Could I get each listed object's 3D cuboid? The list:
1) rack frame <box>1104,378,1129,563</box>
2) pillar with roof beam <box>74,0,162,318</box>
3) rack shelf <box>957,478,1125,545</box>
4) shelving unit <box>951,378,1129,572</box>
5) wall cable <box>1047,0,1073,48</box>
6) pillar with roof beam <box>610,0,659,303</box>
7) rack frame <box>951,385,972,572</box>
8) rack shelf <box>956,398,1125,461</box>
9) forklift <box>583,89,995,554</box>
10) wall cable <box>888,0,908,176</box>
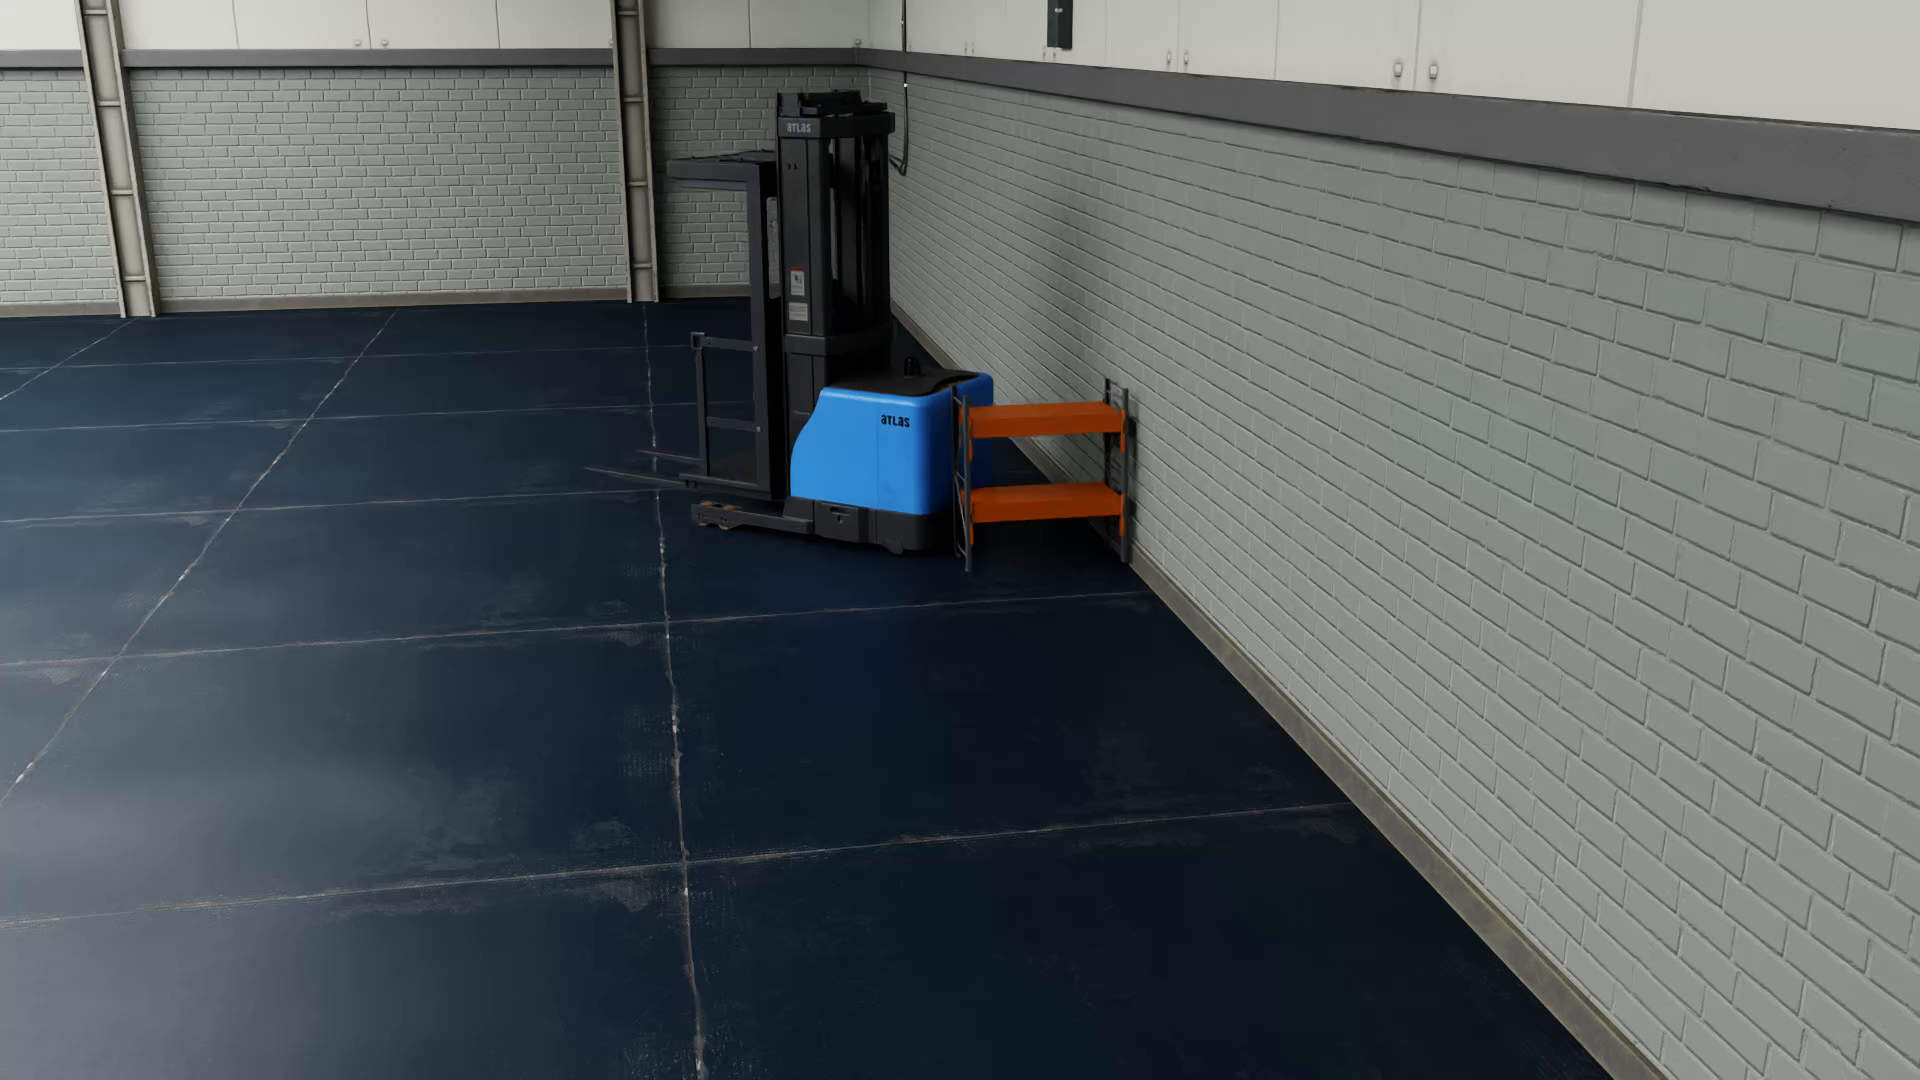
[{"bbox_3d":[1.011,-0.456,10.789,0.032,1.125,0.500,-3,13,-9],"label":"rack frame"},{"bbox_3d":[-9.132,-5.797,14.858,0.400,9.000,9.100,-3,17,-10],"label":"pillar with roof beam"},{"bbox_3d":[0.515,-0.189,10.764,1.000,0.278,0.538,-3,13,-9],"label":"rack shelf"},{"bbox_3d":[0.510,-0.427,10.708,1.048,1.125,0.538,-3,13,-9],"label":"shelving unit"},{"bbox_3d":[0.871,-6.043,9.867,0.169,6.003,2.305,-3,17,-10],"label":"wall cable"},{"bbox_3d":[-3.241,-6.131,15.946,0.400,9.000,9.100,-3,17,-10],"label":"pillar with roof beam"},{"bbox_3d":[0.009,-0.399,10.627,0.032,1.125,0.500,-3,13,-9],"label":"rack frame"},{"bbox_3d":[0.505,-0.712,10.641,1.000,0.278,0.538,-3,13,-9],"label":"rack shelf"},{"bbox_3d":[-1.298,-1.597,11.518,3.031,2.935,1.130,9,19,27],"label":"forklift"},{"bbox_3d":[-0.914,-5.671,19.736,0.112,2.526,3.097,-3,17,-10],"label":"wall cable"}]
